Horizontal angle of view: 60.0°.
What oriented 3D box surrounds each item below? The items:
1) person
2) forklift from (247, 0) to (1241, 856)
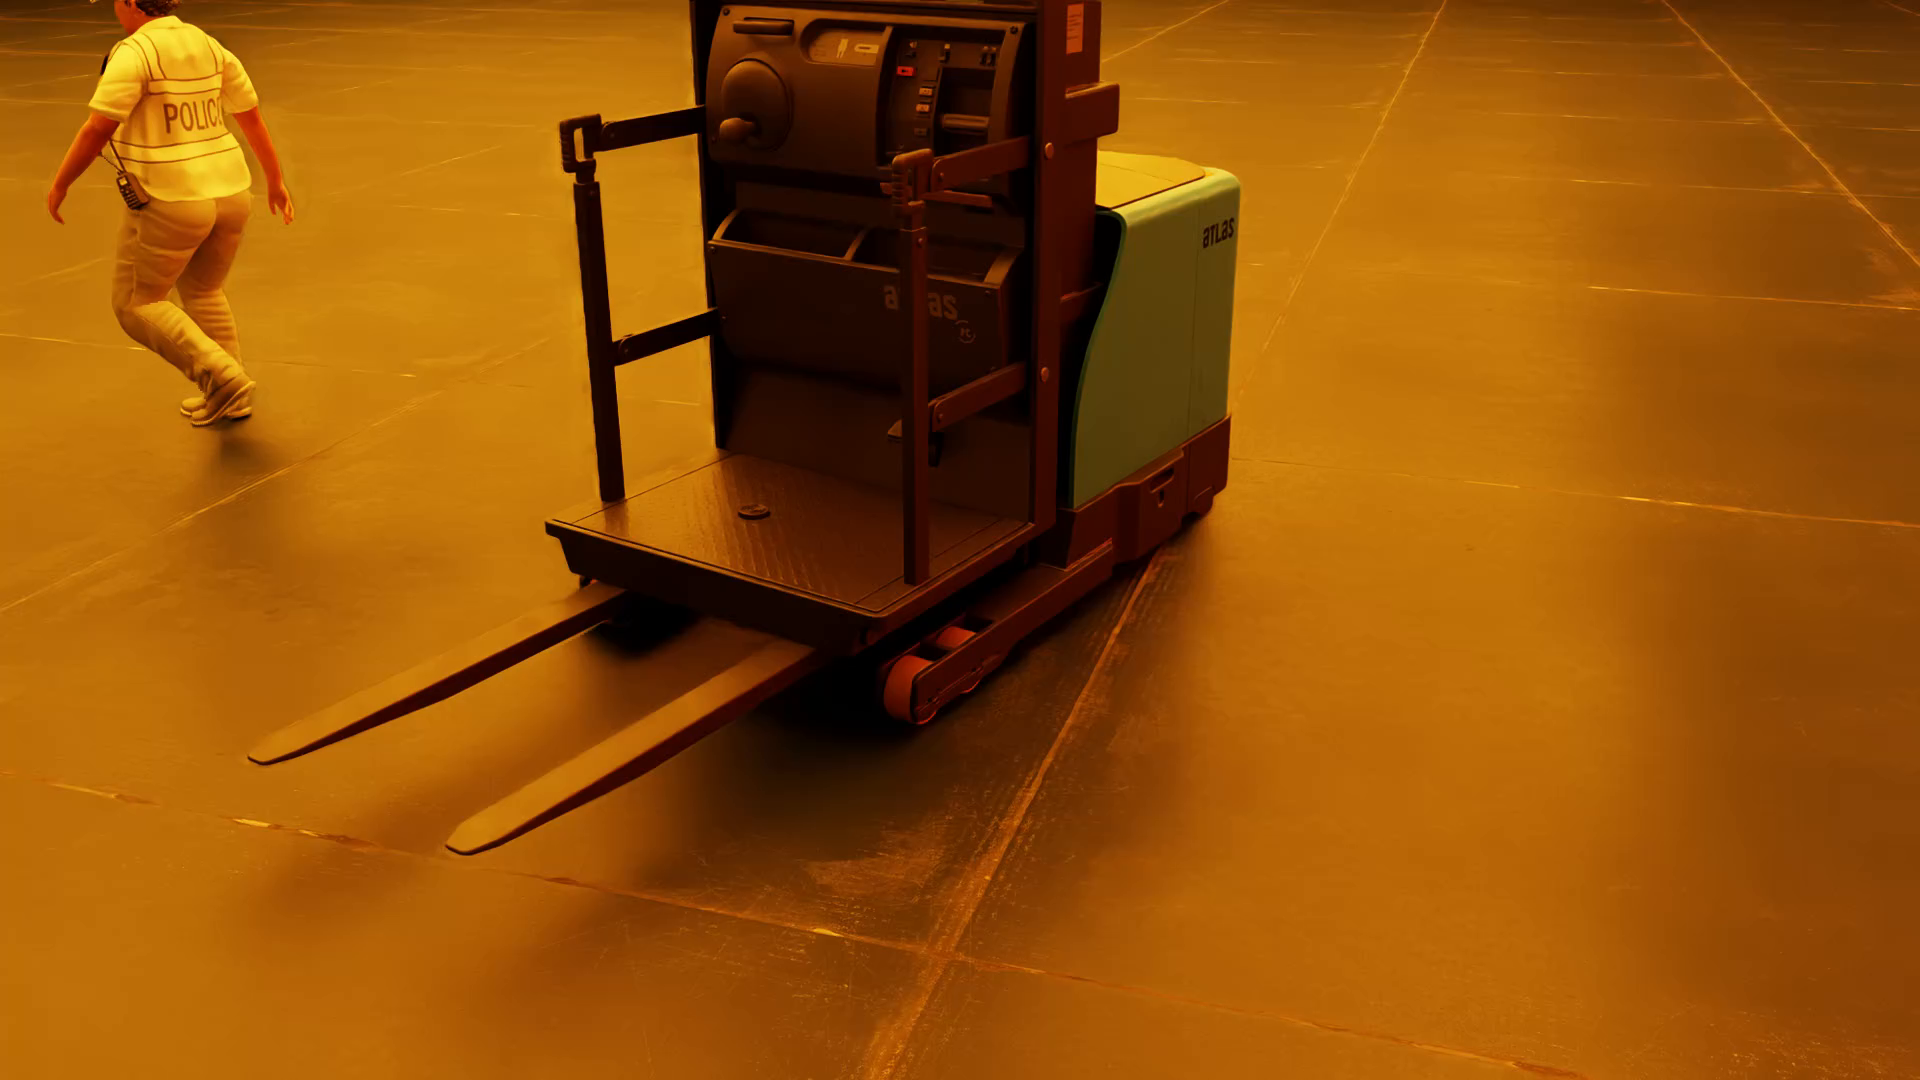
[{"bbox_3d":[-2.728,-1.187,5.851,0.548,1.648,0.719,8,24,18],"label":"person"},{"bbox_3d":[-0.370,-1.112,3.974,1.130,2.935,3.031,14,26,31],"label":"forklift"}]
